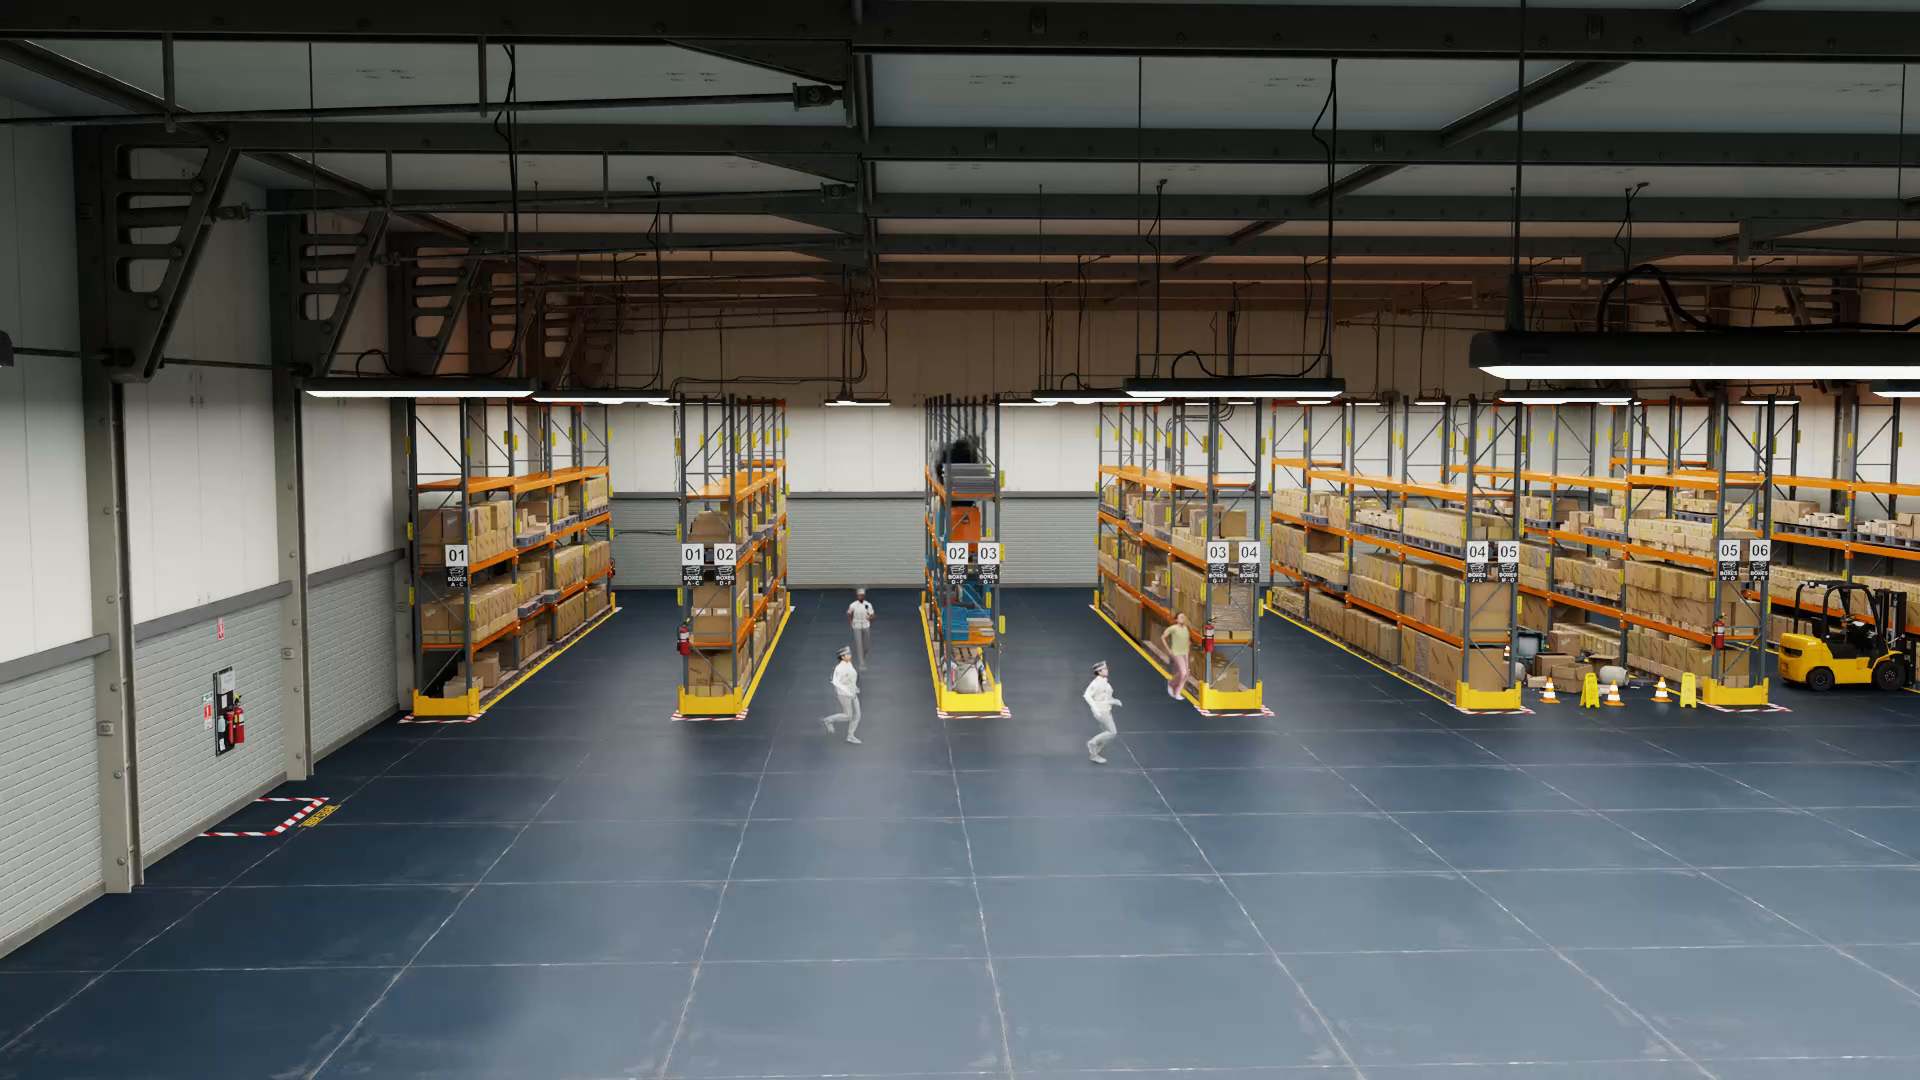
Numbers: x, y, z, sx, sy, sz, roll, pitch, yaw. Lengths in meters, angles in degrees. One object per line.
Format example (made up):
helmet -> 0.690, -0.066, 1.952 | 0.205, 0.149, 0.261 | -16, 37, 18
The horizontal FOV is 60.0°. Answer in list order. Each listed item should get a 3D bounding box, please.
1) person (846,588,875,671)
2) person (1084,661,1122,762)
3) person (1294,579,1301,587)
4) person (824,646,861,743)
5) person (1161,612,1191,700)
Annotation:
person -> -2.066, 1.853, 34.740 | 0.588, 1.695, 0.770 | -1, 5, -13
person -> 2.340, 2.774, 26.877 | 0.535, 1.659, 0.605 | 2, 5, 21
person -> 10.009, 1.079, 49.122 | 0.470, 1.509, 0.621 | 4, 6, 39
person -> -1.994, 2.648, 28.621 | 0.676, 1.672, 0.625 | 2, 5, 24
person -> 4.128, 2.168, 31.151 | 0.592, 1.637, 0.497 | -3, 6, -36
